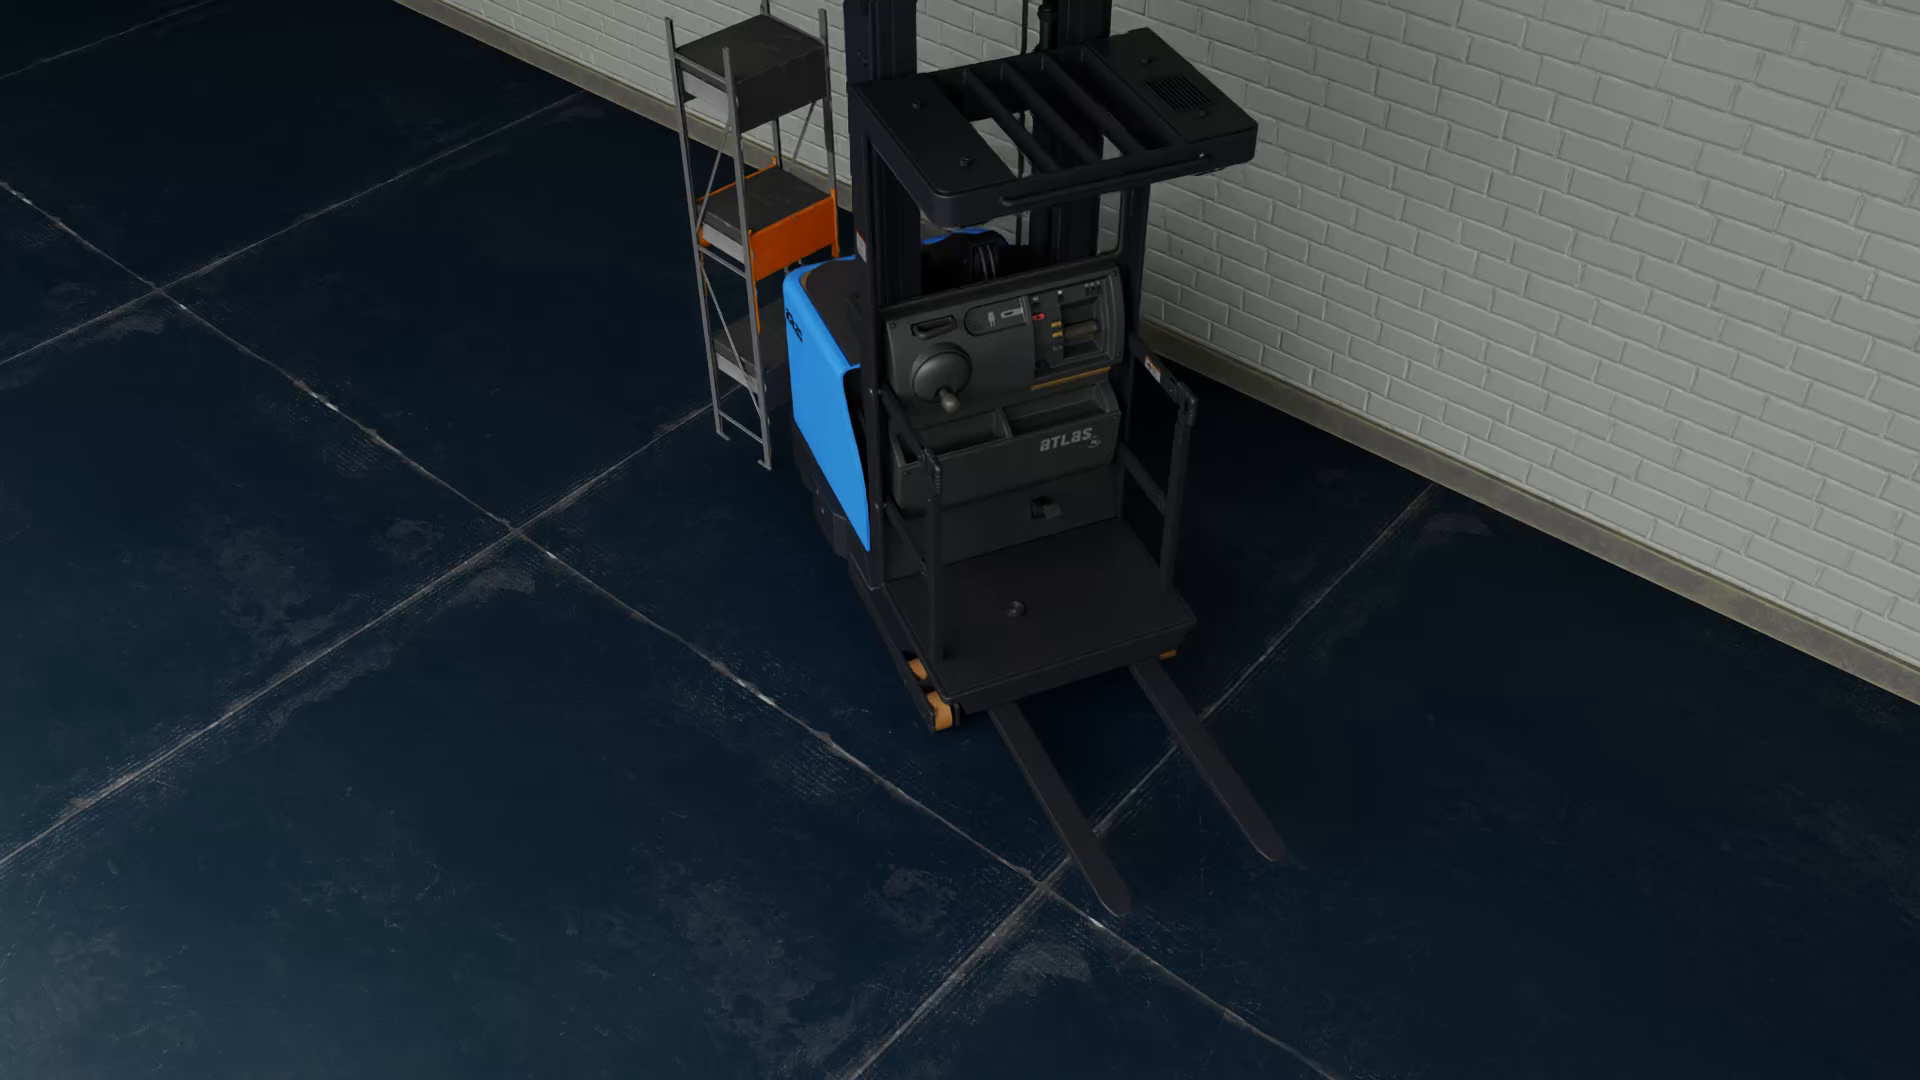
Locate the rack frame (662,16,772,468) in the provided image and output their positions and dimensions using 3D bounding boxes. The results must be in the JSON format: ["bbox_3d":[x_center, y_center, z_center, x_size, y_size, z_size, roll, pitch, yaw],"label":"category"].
[{"bbox_3d":[-1.033,-1.210,7.202,0.400,2.100,0.015,32,51,30],"label":"rack frame"}]

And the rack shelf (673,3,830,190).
[{"bbox_3d":[-0.866,-1.837,6.872,0.431,0.518,0.480,32,51,30],"label":"rack shelf"}]

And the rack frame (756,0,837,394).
[{"bbox_3d":[-0.700,-1.450,7.466,0.400,2.100,0.015,32,51,30],"label":"rack frame"}]

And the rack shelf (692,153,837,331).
[{"bbox_3d":[-0.866,-1.320,7.343,0.431,0.518,0.480,32,51,30],"label":"rack shelf"}]

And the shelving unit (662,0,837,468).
[{"bbox_3d":[-0.866,-1.330,7.334,0.431,2.100,0.503,32,51,30],"label":"shelving unit"}]

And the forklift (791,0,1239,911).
[{"bbox_3d":[0.194,-0.687,6.009,1.130,2.935,3.031,-12,44,-13],"label":"forklift"}]

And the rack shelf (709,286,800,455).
[{"bbox_3d":[-0.867,-0.802,7.814,0.431,0.518,0.480,32,51,30],"label":"rack shelf"}]
